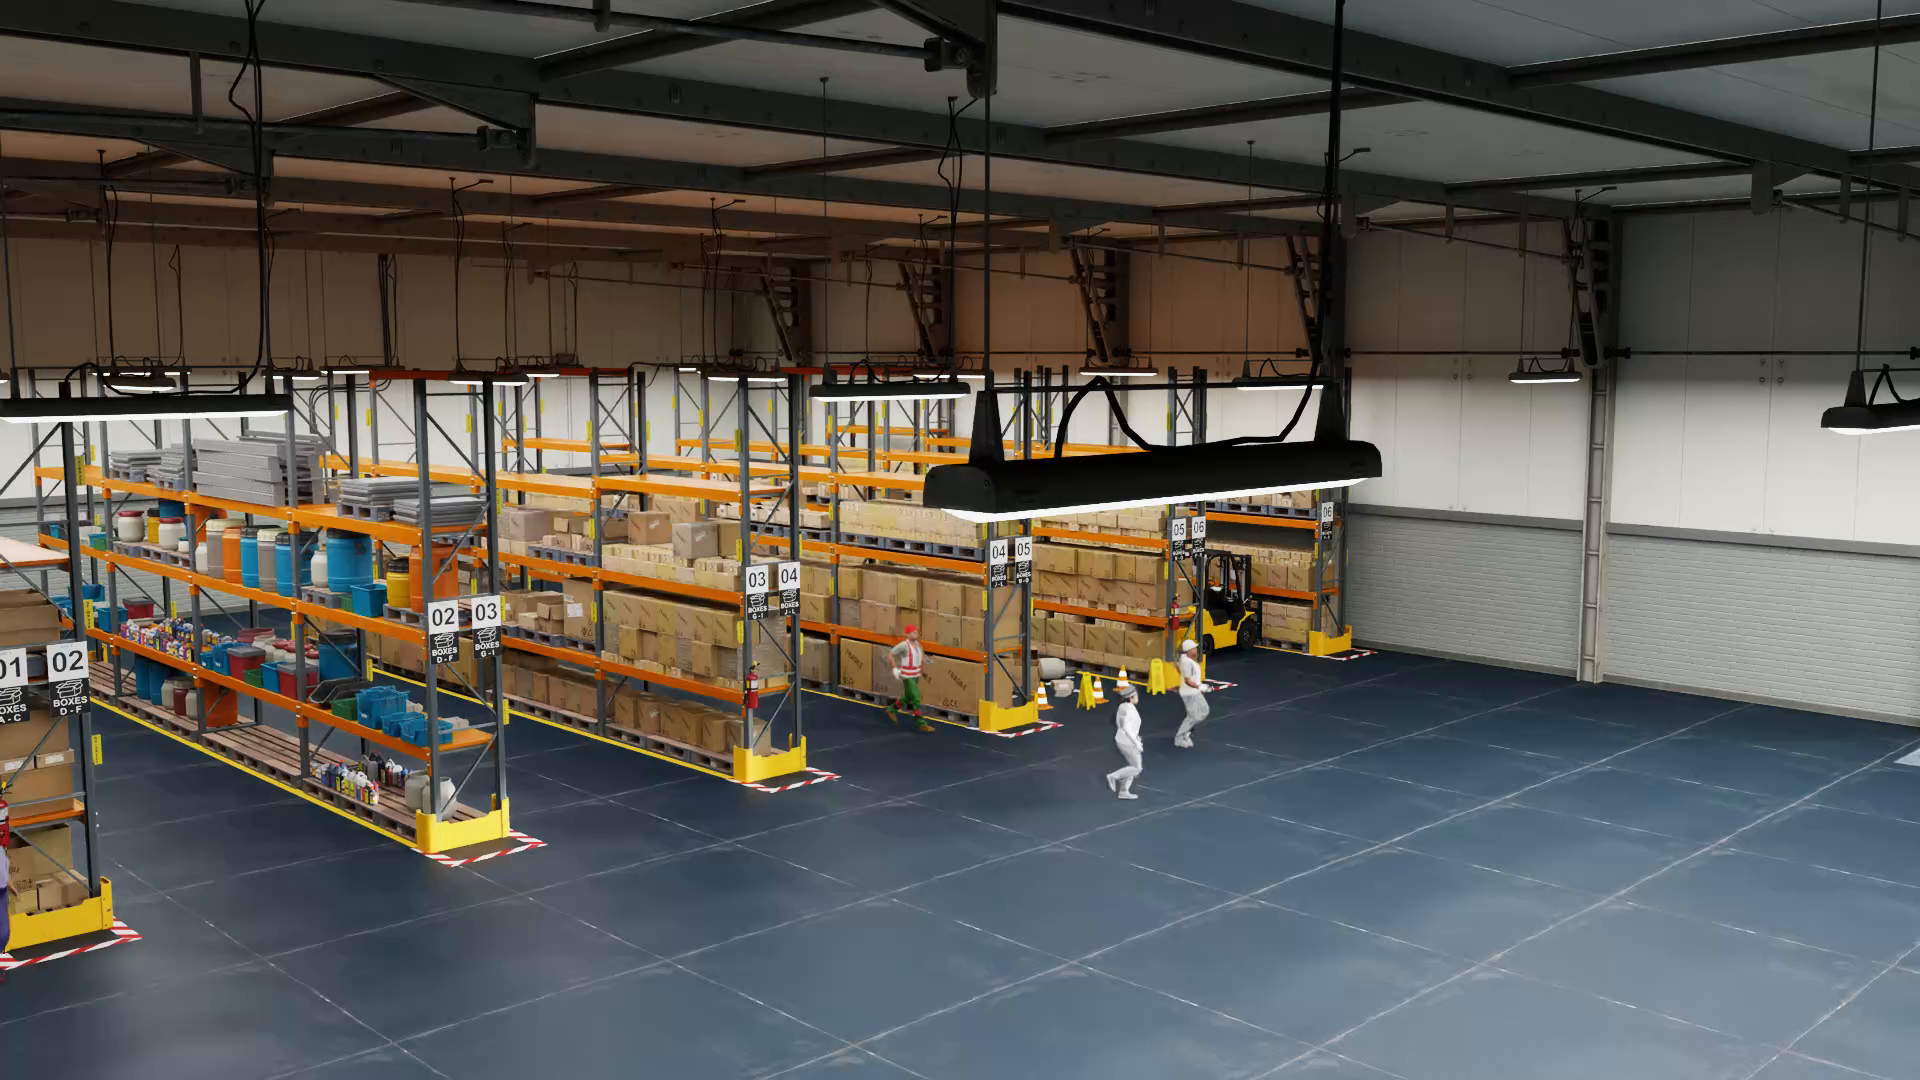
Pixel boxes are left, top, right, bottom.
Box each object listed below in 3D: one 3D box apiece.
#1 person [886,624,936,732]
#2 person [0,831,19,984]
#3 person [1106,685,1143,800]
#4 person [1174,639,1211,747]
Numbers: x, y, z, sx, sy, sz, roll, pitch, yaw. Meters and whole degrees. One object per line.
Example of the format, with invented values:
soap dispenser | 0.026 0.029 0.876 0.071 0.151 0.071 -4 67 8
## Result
person | -0.845 2.277 27.778 1.018 1.767 0.675 4 8 32
person | -9.882 3.692 16.839 0.543 1.514 0.686 0 6 2
person | 2.331 2.872 23.549 0.581 1.644 0.605 -1 7 -11
person | 3.739 2.451 26.704 0.575 1.737 0.695 1 7 9
